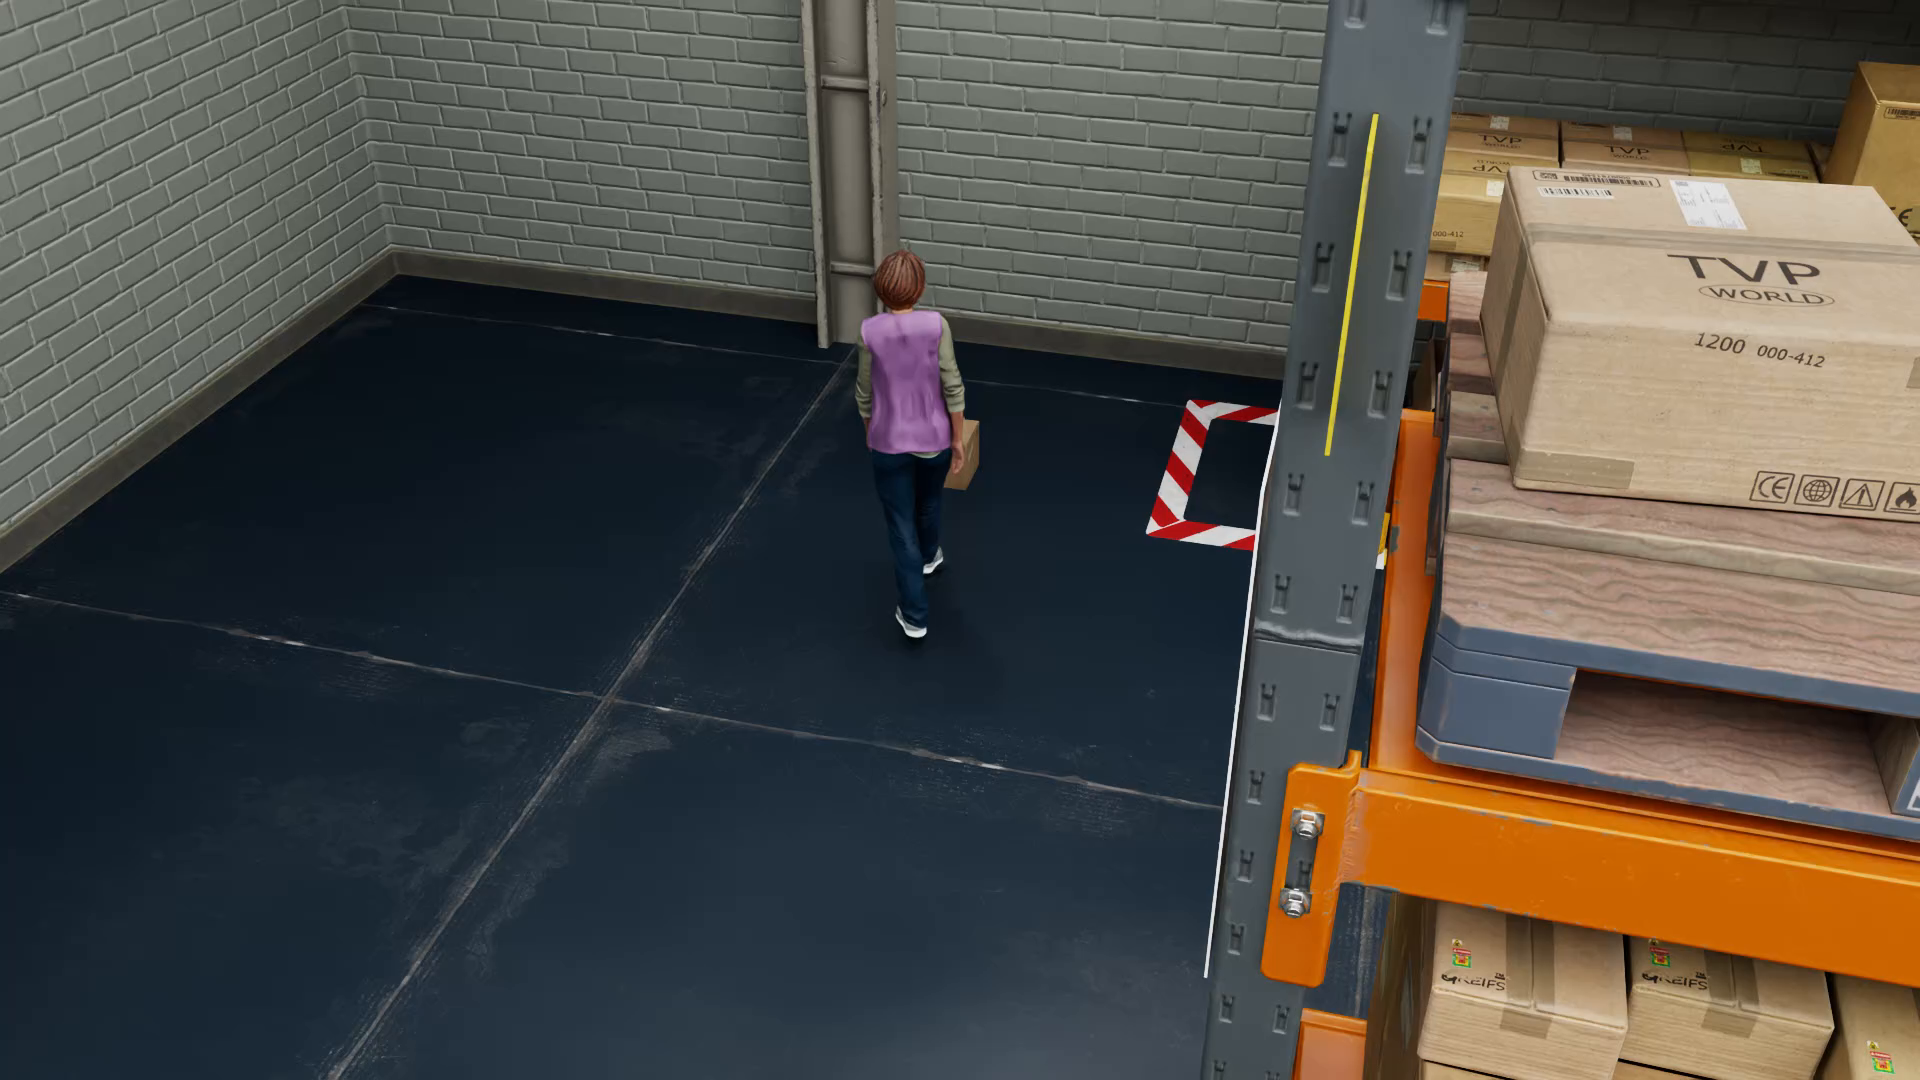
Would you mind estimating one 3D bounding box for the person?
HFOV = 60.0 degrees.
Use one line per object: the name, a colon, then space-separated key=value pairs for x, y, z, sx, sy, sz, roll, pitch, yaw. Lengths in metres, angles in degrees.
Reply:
person: x=-0.205 y=-0.408 z=6.768 sx=0.419 sy=1.585 sz=0.716 roll=-6 pitch=34 yaw=-9
